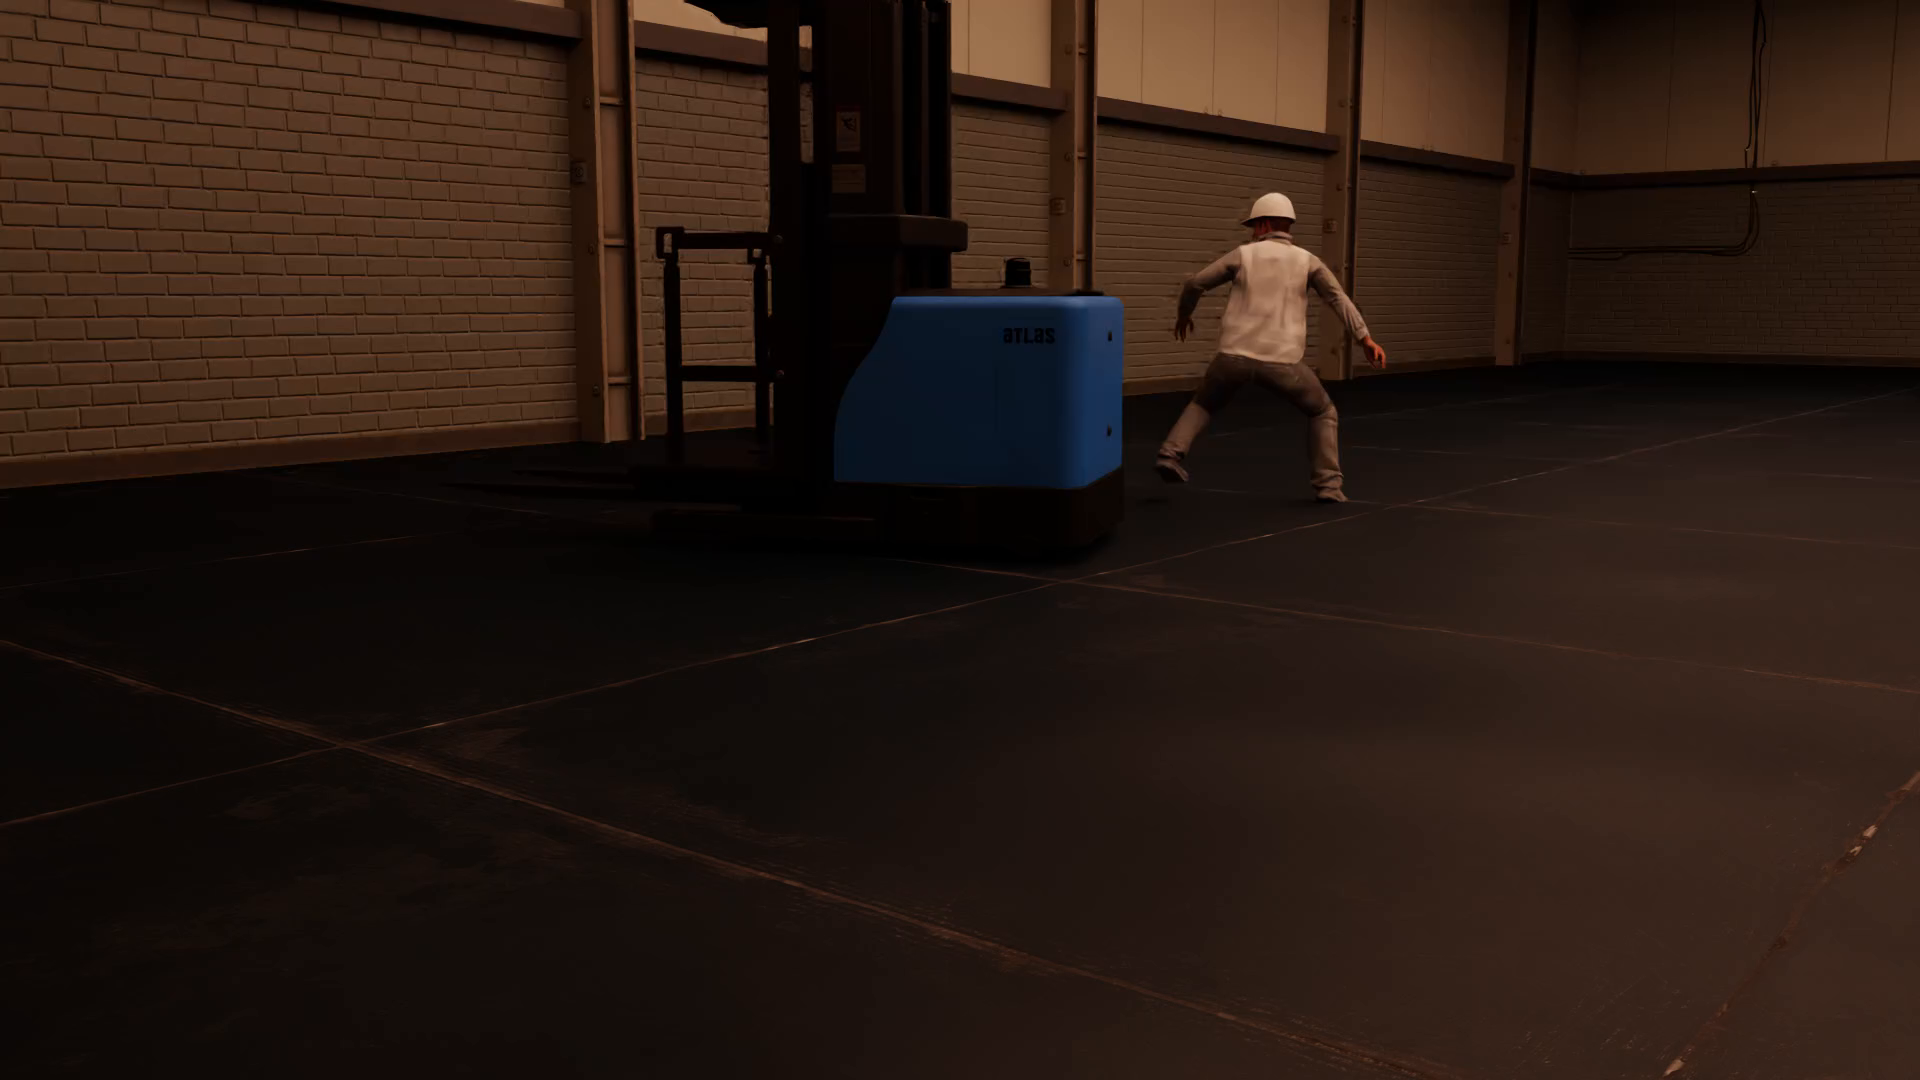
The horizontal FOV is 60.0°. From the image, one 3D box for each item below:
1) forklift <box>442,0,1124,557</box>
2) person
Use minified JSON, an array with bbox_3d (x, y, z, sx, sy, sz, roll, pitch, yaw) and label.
[{"bbox_3d":[-0.828,-1.475,7.362,3.031,2.935,1.130,2,9,15],"label":"forklift"},{"bbox_3d":[1.648,-0.971,8.725,1.162,1.679,0.526,3,9,18],"label":"person"}]
